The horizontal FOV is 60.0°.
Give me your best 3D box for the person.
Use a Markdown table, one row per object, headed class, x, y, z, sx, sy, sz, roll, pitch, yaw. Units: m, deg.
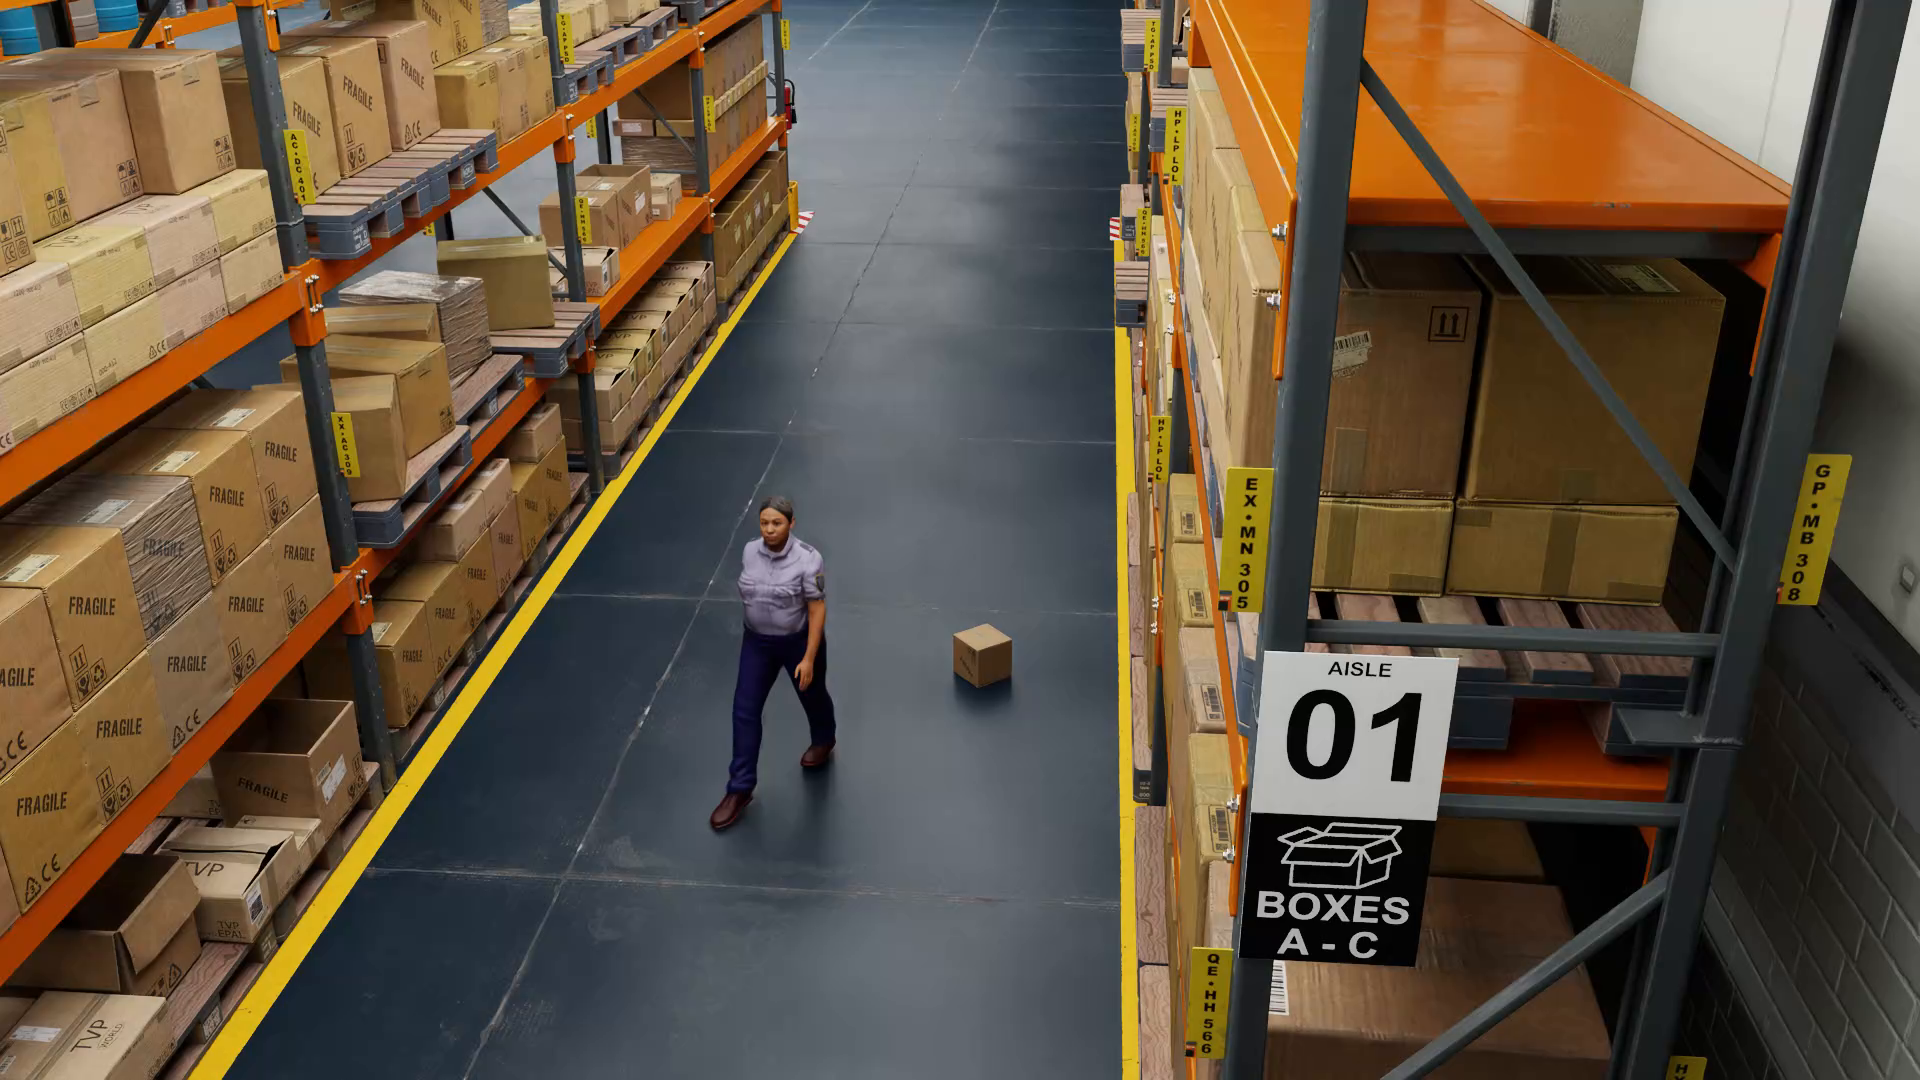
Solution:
| class | x | y | z | sx | sy | sz | roll | pitch | yaw |
| --- | --- | --- | --- | --- | --- | --- | --- | --- | --- |
| person | -0.924 | 0.560 | 8.379 | 0.517 | 1.607 | 0.933 | 7 | 26 | 14 |
